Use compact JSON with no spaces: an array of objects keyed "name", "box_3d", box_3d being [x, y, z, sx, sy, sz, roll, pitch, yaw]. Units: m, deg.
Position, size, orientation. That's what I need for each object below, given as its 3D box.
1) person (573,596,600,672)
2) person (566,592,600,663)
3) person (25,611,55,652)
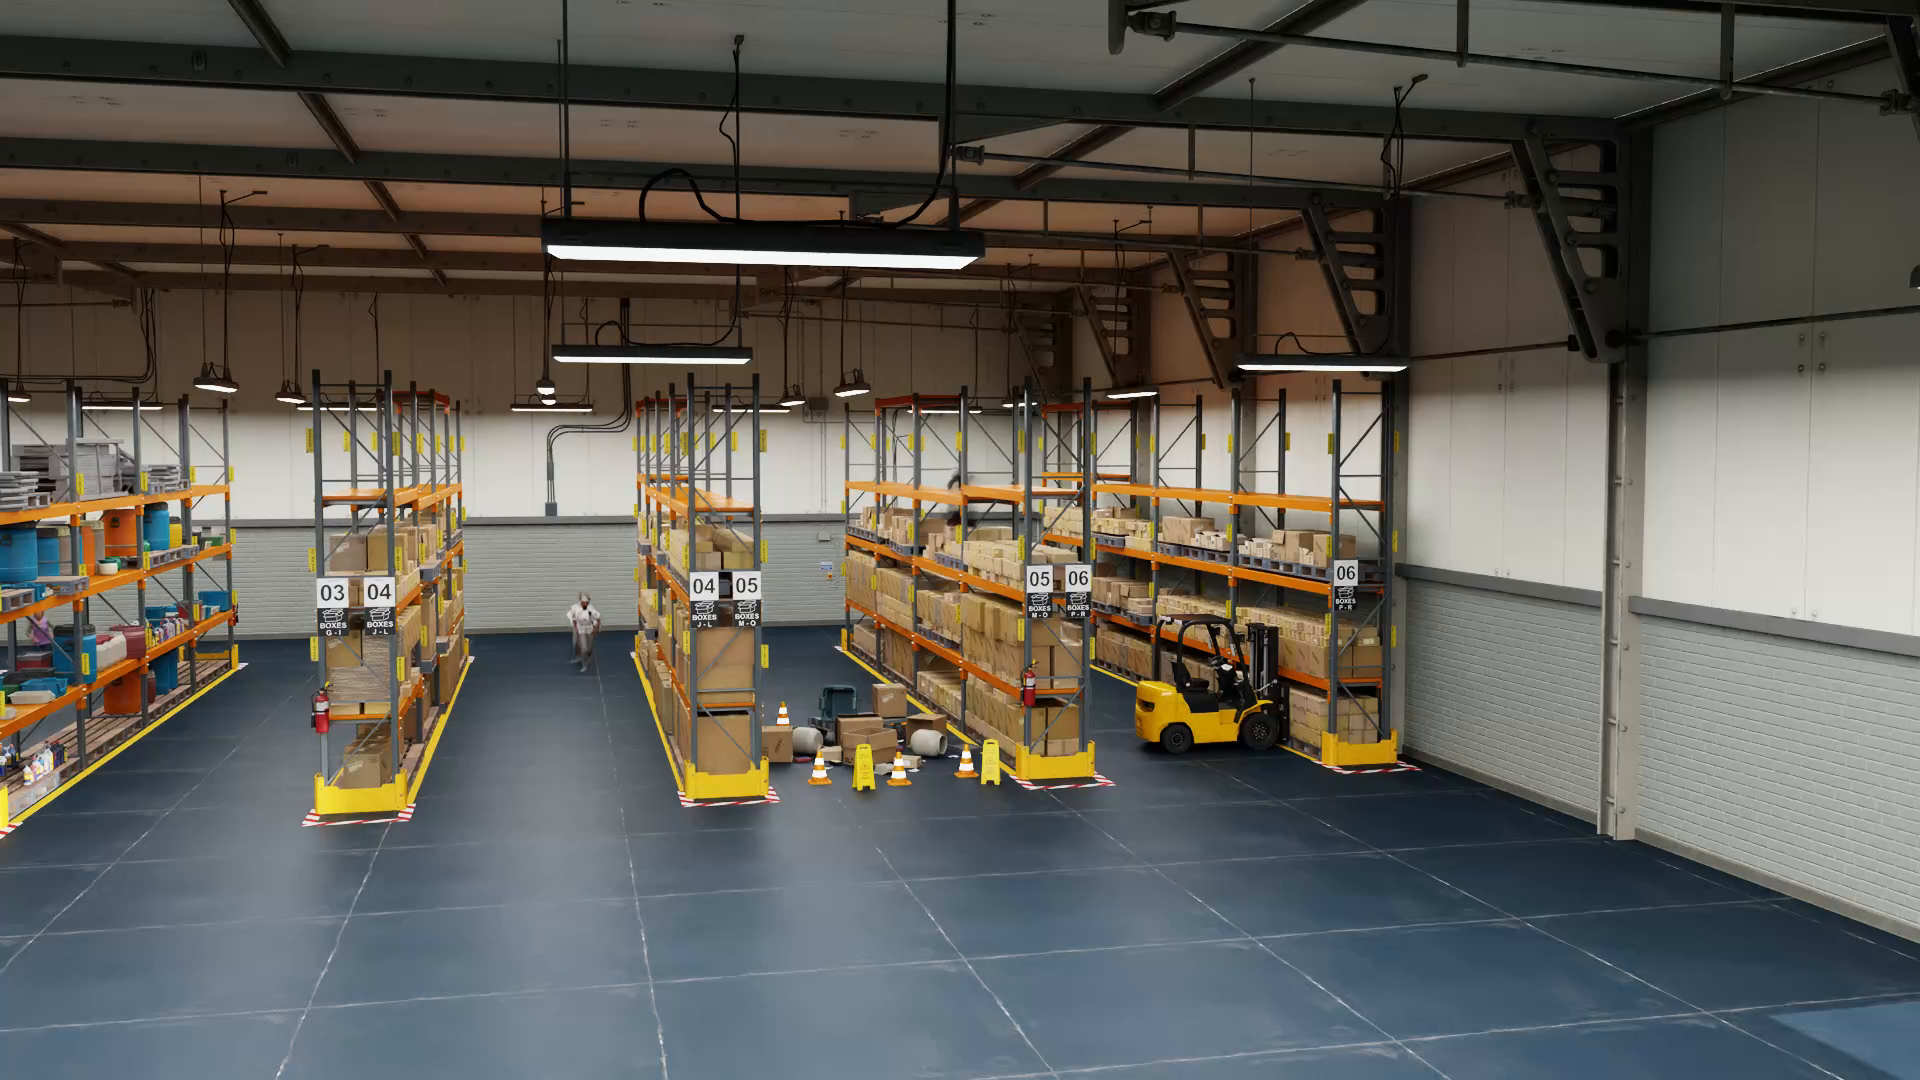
[{"name":"person","box_3d":[-8.255,2.064,36.763,0.598,1.692,0.631,-1,3,-9]},{"name":"person","box_3d":[-8.595,1.991,37.832,0.697,1.635,0.609,0,3,1]},{"name":"person","box_3d":[-19.385,2.199,35.081,0.574,1.546,0.483,-2,4,-26]}]
